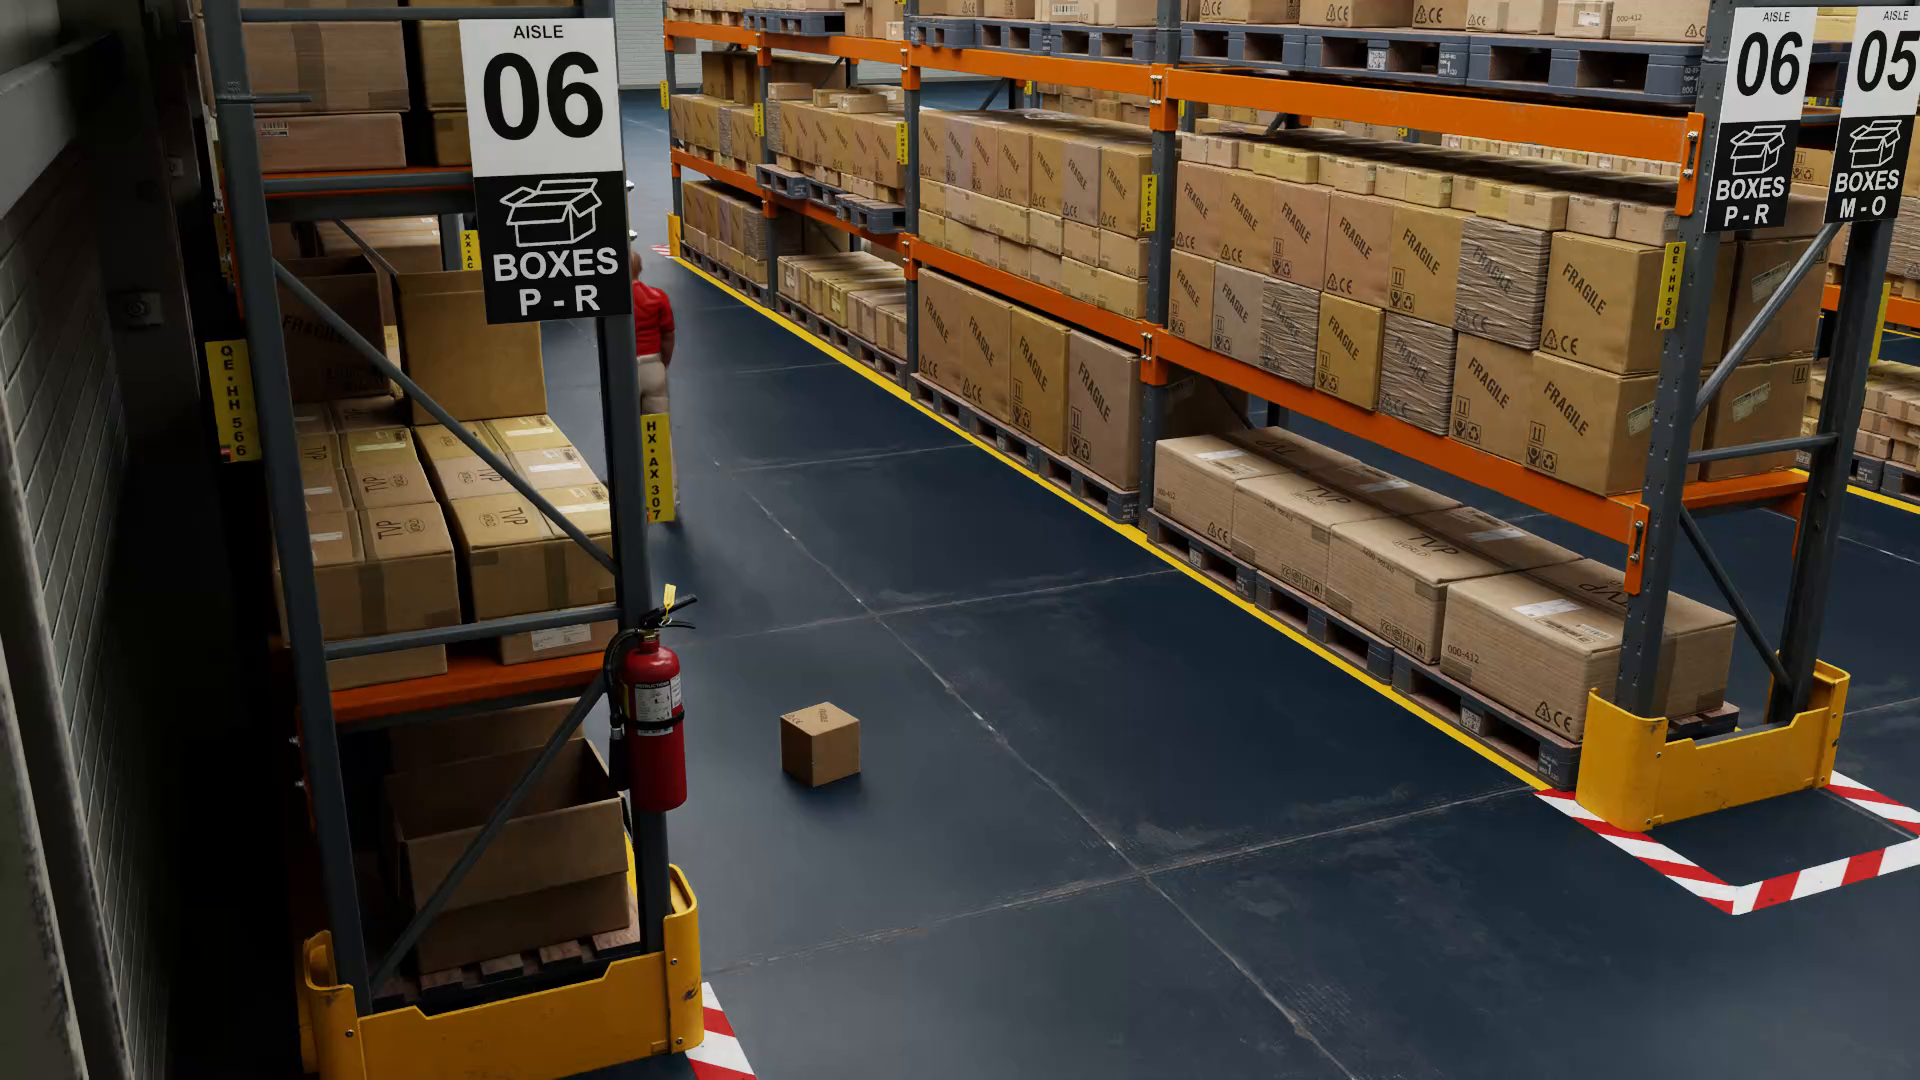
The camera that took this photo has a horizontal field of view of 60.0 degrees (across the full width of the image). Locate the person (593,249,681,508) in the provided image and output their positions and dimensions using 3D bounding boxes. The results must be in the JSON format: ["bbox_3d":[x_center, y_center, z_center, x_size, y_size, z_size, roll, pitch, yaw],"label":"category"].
[{"bbox_3d":[-2.078,-1.041,10.667,0.539,1.677,1.027,-8,20,-23],"label":"person"}]
